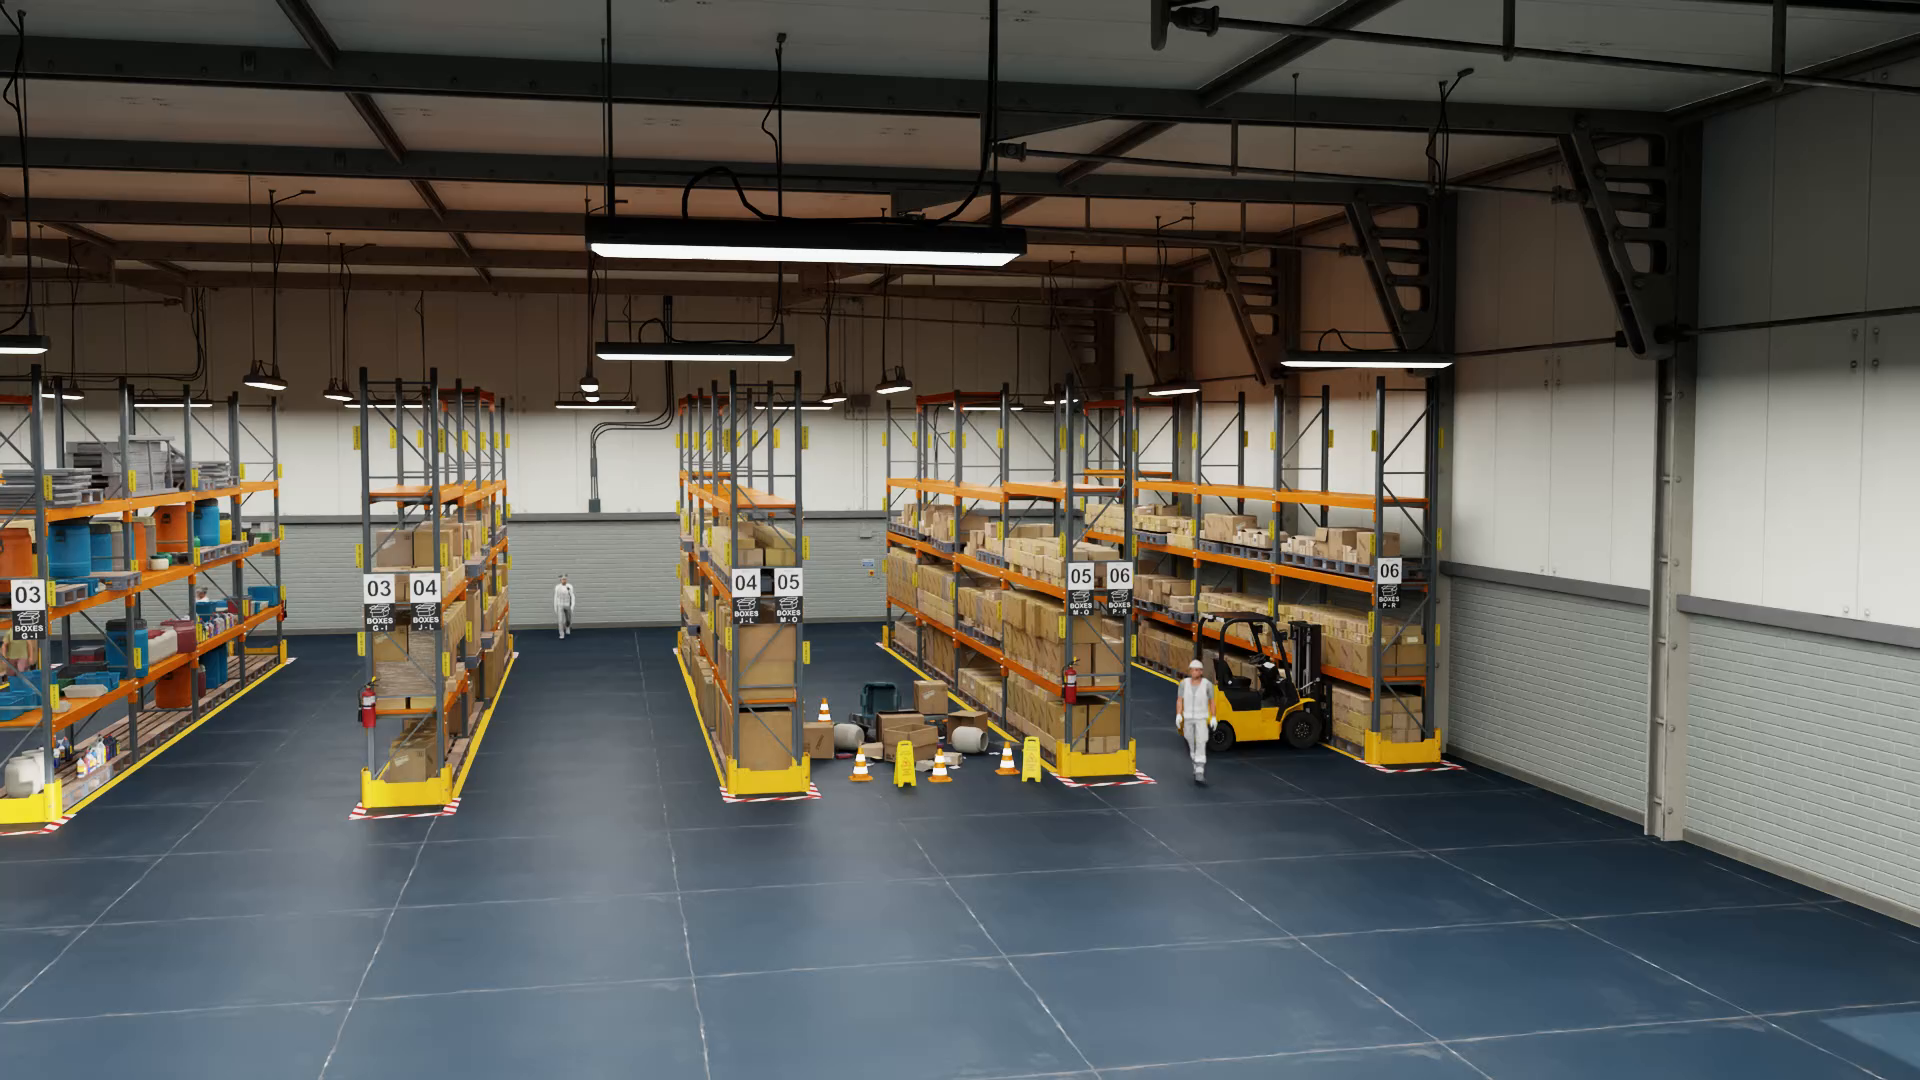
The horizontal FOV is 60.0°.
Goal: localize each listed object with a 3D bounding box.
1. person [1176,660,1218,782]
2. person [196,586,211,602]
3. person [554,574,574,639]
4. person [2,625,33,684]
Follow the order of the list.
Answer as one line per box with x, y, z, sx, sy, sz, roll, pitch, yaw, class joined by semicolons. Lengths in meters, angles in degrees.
3.451;2.642;24.456;0.573;1.746;0.960;1;4;24;person
-17.213;1.892;37.796;0.556;1.728;0.945;2;4;27;person
-10.043;1.658;42.221;0.493;1.633;0.855;-1;4;-14;person
-18.114;2.286;31.954;0.515;1.643;0.833;-2;4;-30;person
